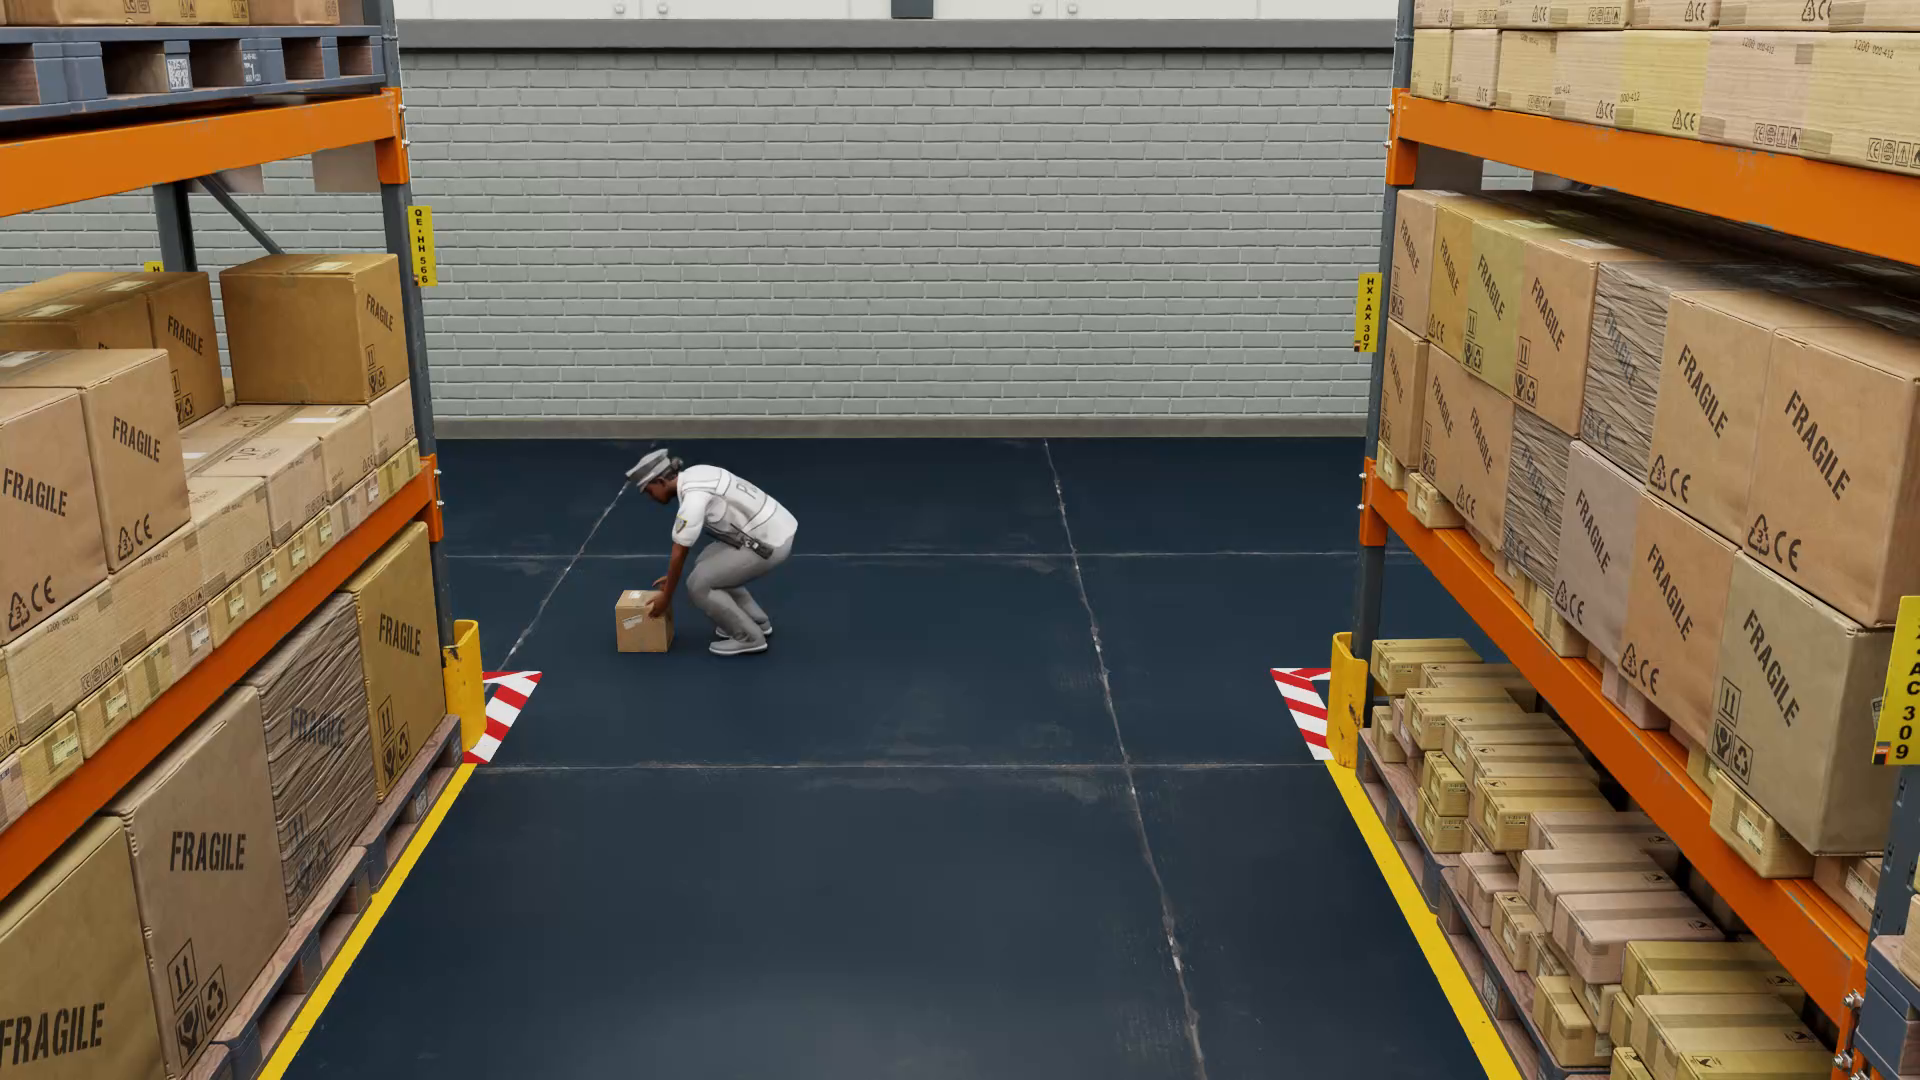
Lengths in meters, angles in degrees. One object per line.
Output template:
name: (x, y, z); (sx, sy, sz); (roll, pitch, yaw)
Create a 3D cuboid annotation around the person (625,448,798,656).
person: (-1.247, 0.044, 8.436); (0.841, 1.057, 0.490); (0, 17, -1)
